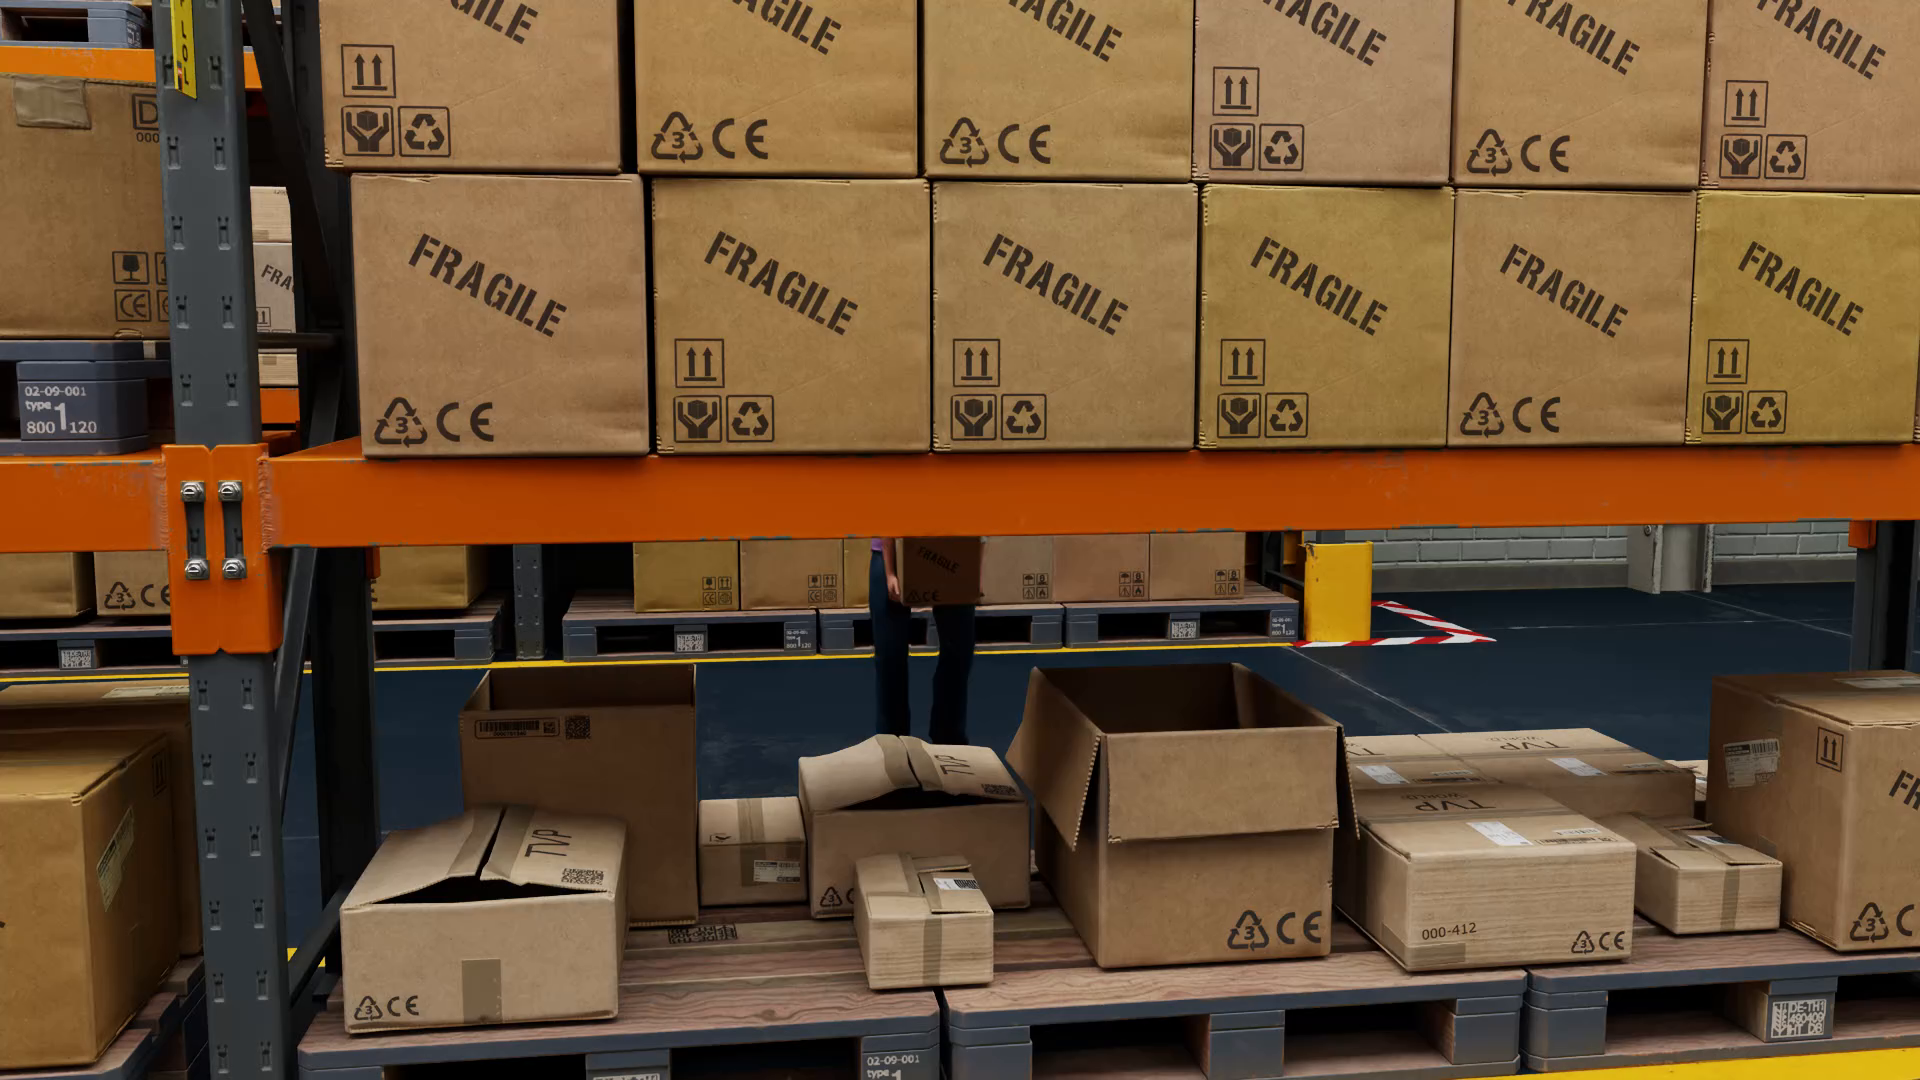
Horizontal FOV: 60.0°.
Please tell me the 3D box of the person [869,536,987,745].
[{"bbox_3d":[-0.111,0.091,5.594,0.377,1.523,0.557,-1,7,-10],"label":"person"}]
